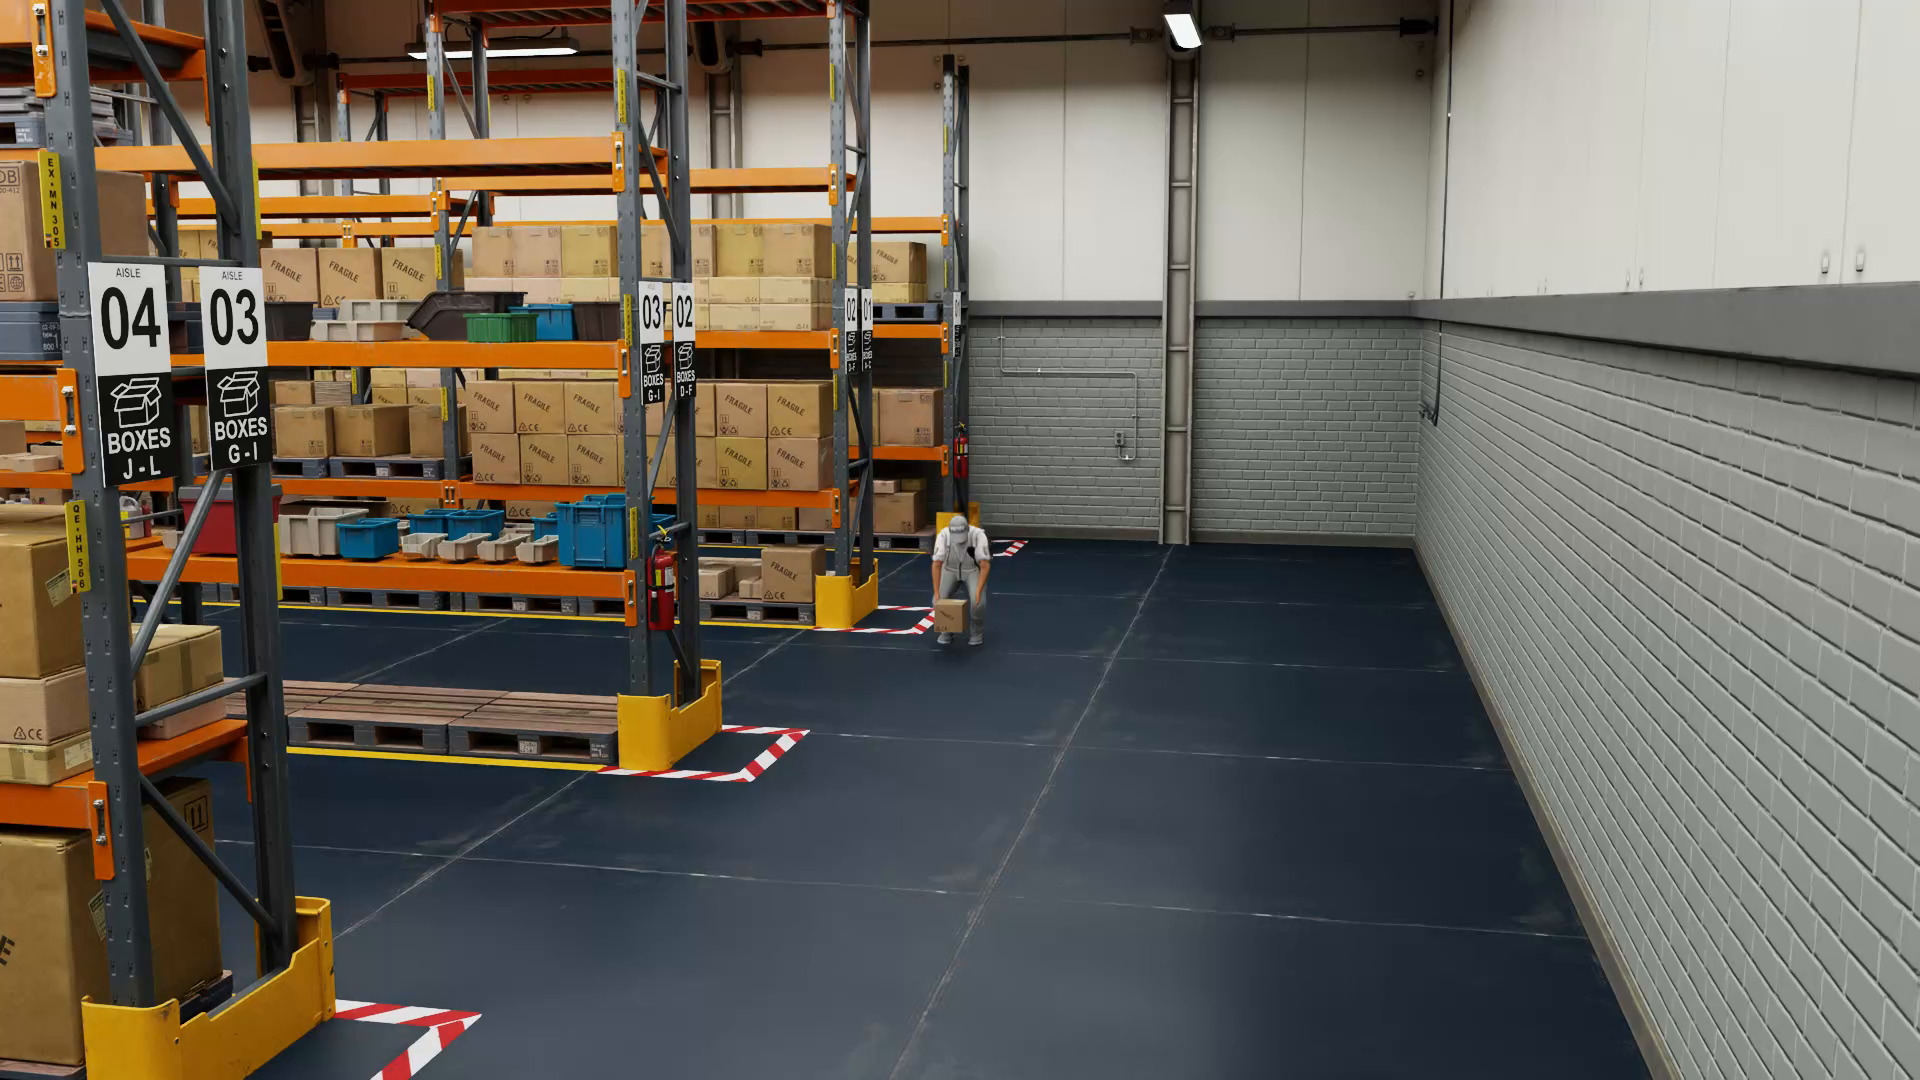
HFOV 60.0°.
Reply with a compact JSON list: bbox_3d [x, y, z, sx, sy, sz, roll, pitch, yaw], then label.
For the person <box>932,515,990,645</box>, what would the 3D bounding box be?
[{"bbox_3d":[0.029,0.344,15.027,0.541,1.212,0.803,2,8,11],"label":"person"}]
